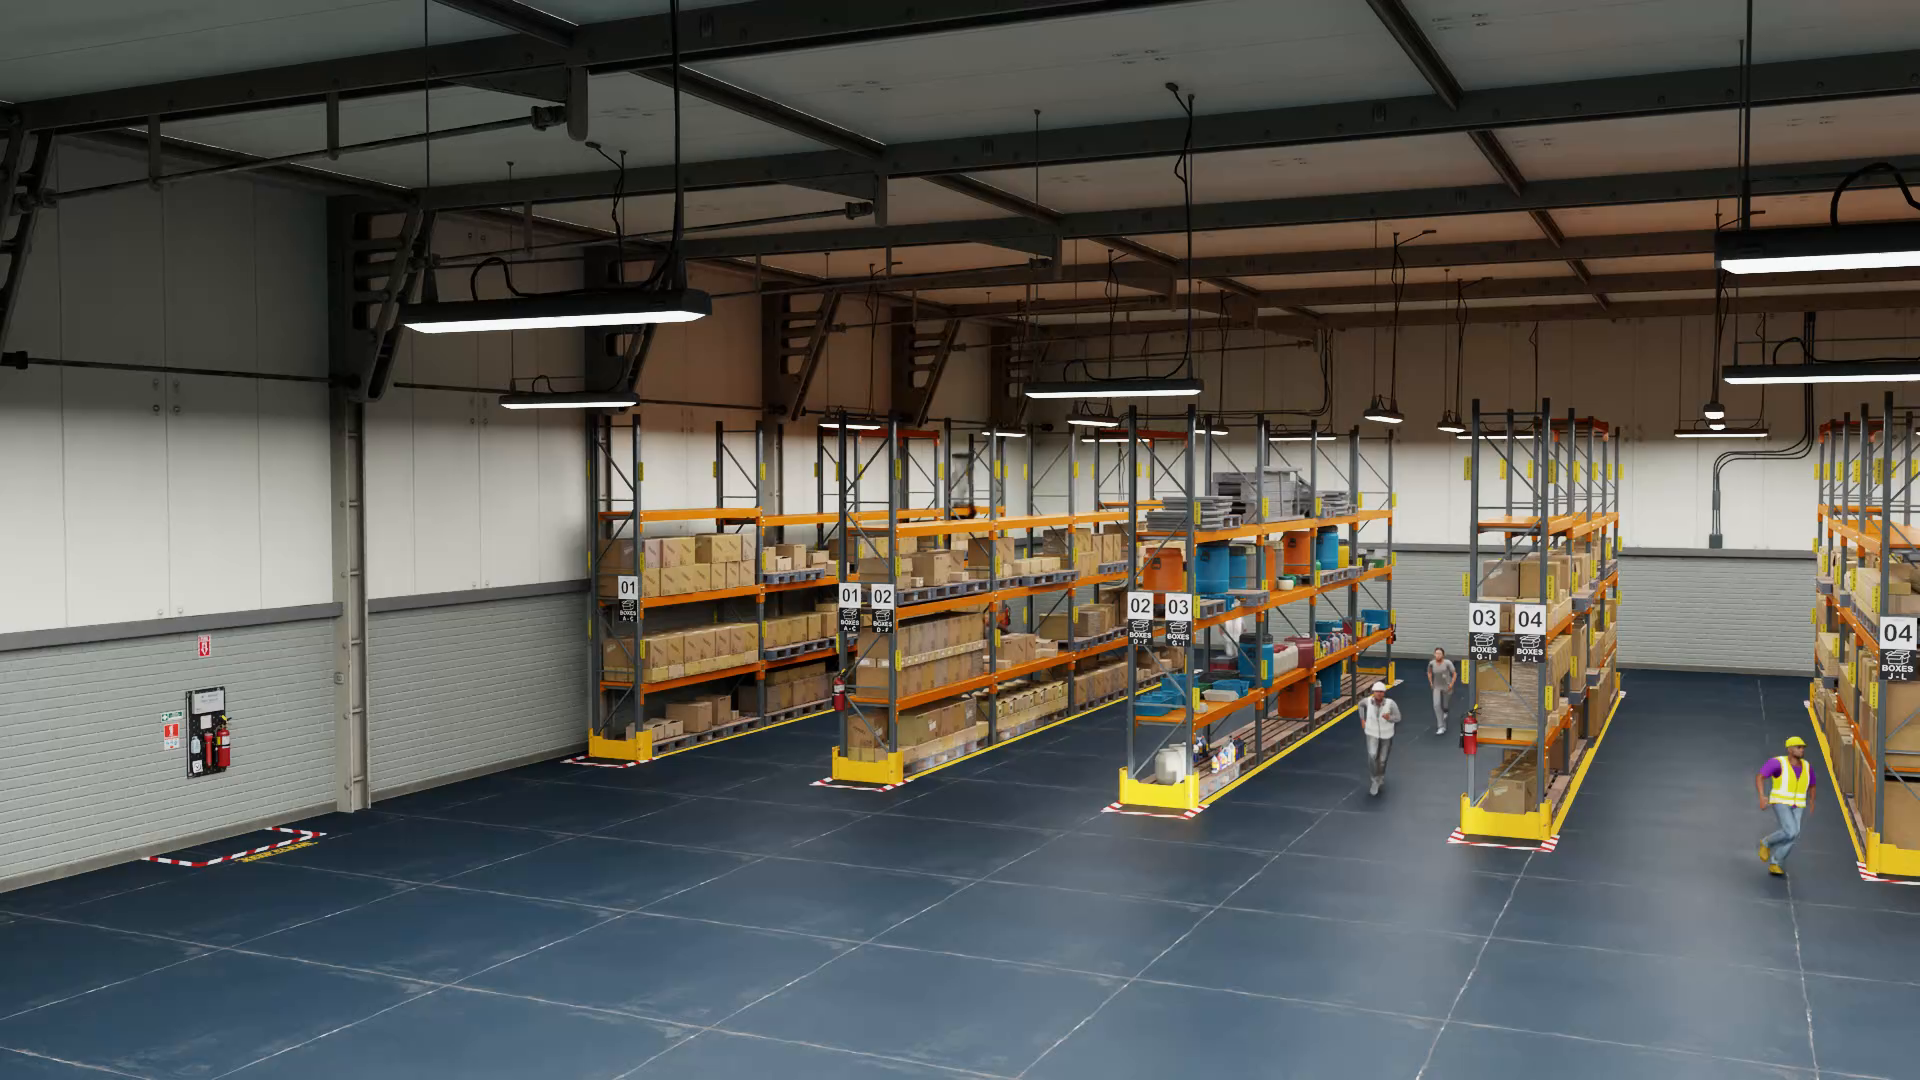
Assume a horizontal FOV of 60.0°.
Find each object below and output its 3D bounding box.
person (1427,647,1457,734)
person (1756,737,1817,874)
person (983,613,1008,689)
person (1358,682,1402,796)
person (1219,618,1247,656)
[{"bbox_3d":[9.314,2.885,32.144,0.567,1.658,0.928,1,3,24],"label":"person"},{"bbox_3d":[10.354,3.302,20.710,0.747,1.693,0.530,0,2,-5],"label":"person"},{"bbox_3d":[0.675,2.588,37.693,0.741,1.861,0.901,1,3,23],"label":"person"},{"bbox_3d":[6.544,3.068,25.955,0.650,1.770,0.941,0,2,12],"label":"person"},{"bbox_3d":[6.637,2.480,40.420,0.683,1.740,0.616,0,2,7],"label":"person"}]
